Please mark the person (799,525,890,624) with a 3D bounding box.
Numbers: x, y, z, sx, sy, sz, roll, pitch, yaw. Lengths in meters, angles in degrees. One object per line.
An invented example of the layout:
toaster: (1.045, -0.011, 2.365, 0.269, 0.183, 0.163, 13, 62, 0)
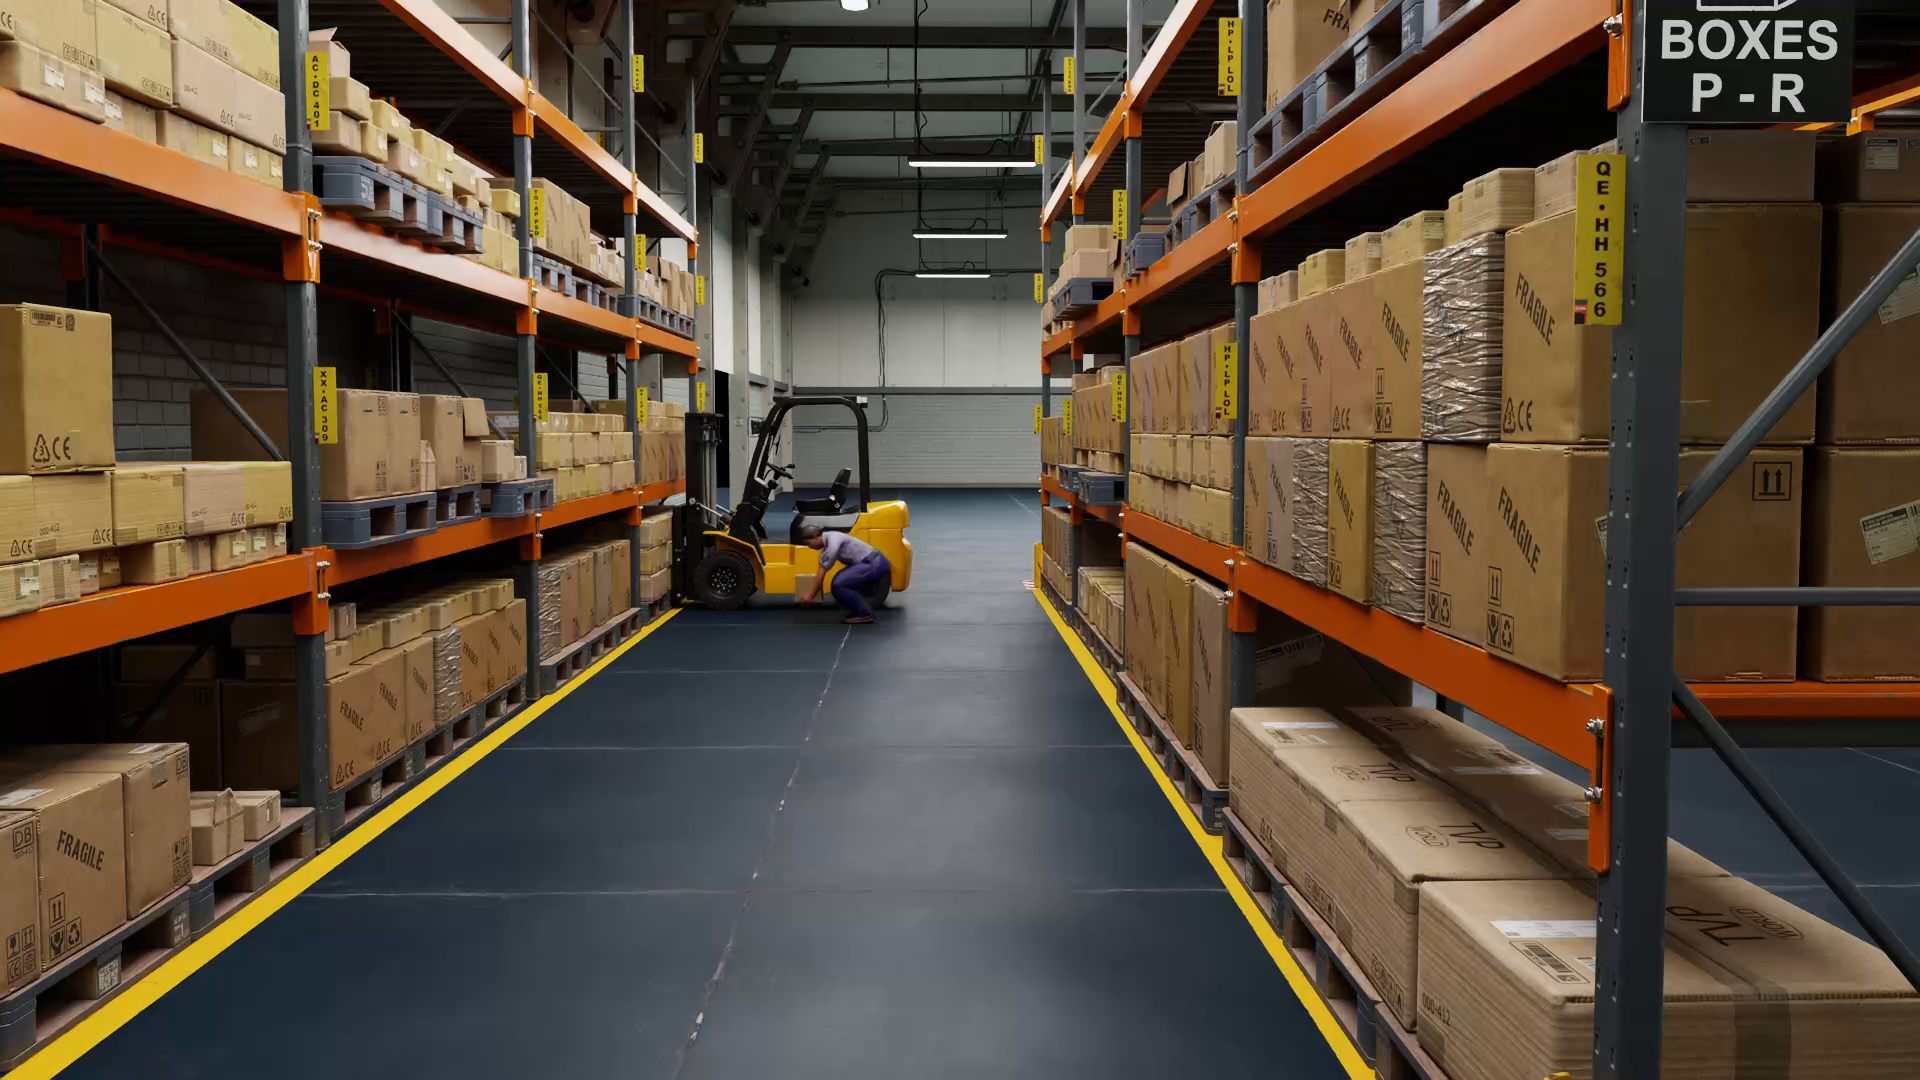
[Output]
person: (-1.091, 0.318, 15.757, 0.860, 0.938, 0.511, 0, 4, -3)
